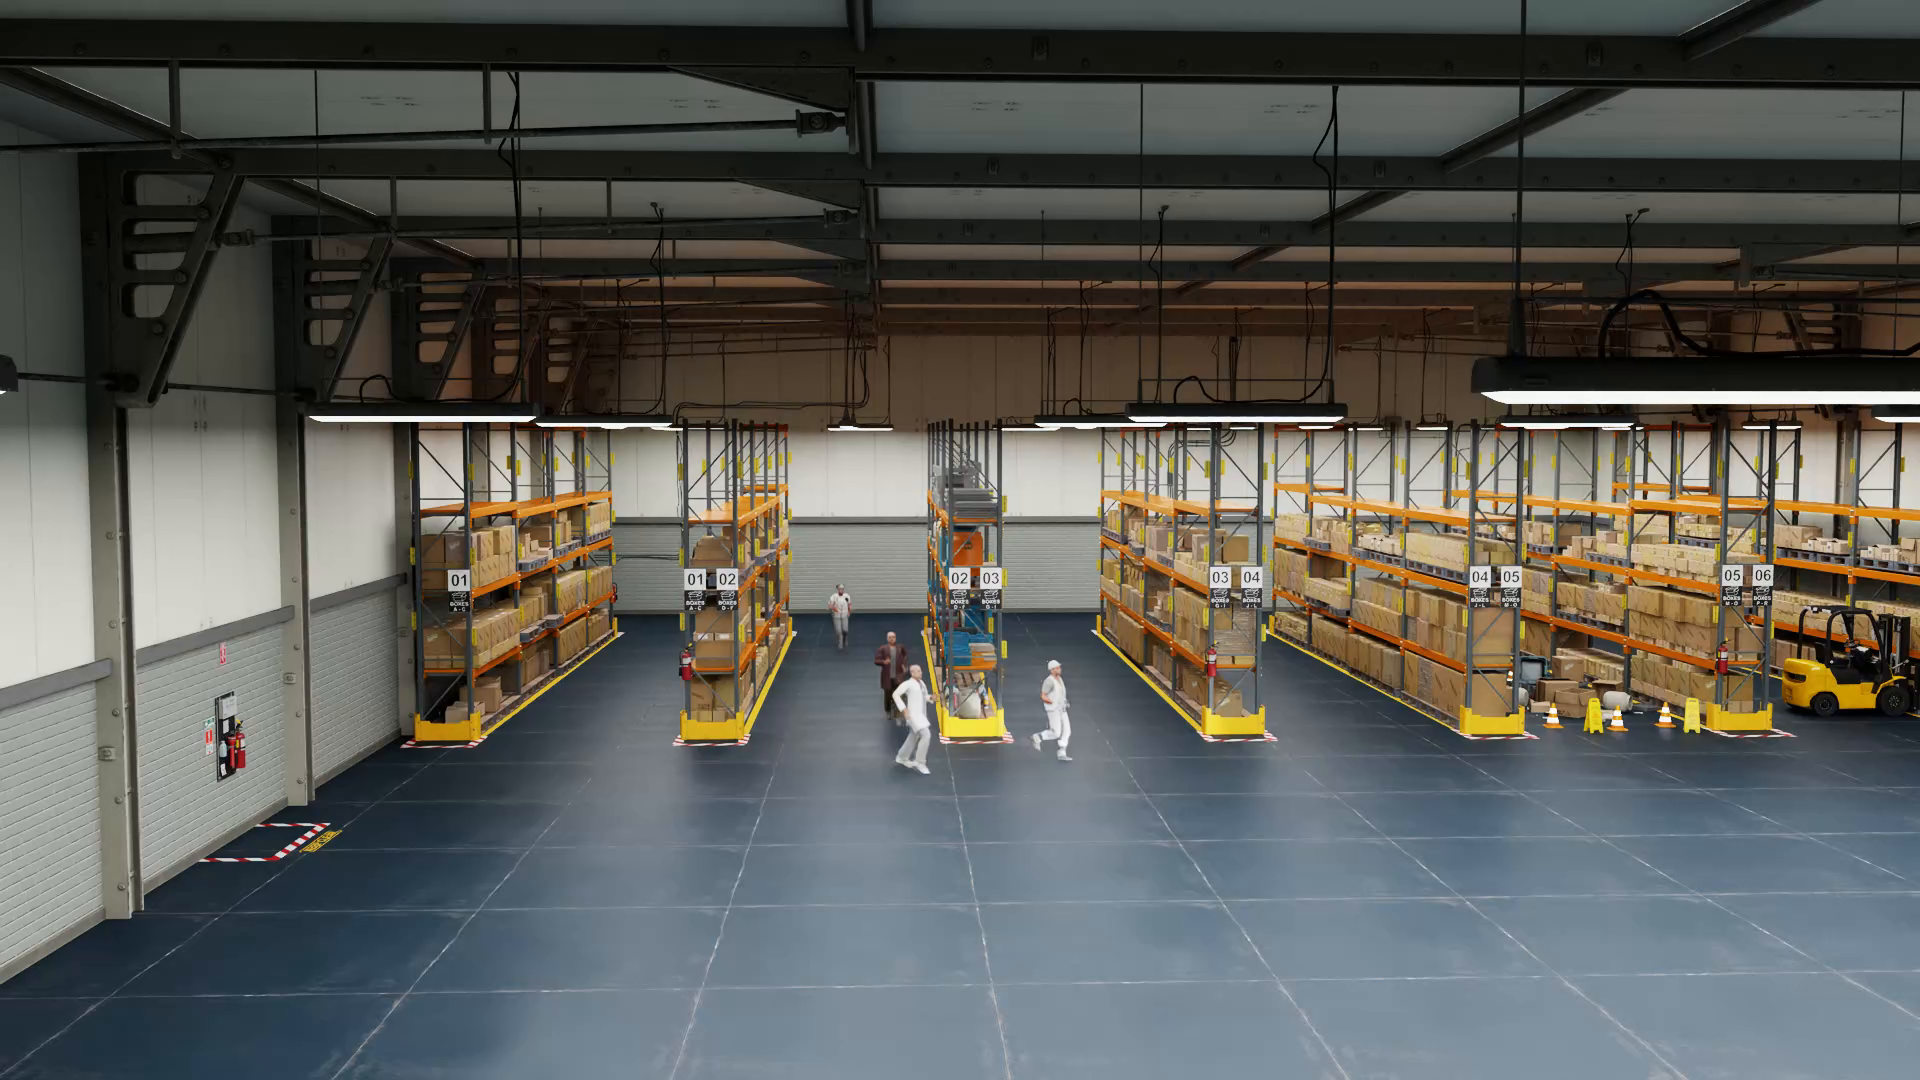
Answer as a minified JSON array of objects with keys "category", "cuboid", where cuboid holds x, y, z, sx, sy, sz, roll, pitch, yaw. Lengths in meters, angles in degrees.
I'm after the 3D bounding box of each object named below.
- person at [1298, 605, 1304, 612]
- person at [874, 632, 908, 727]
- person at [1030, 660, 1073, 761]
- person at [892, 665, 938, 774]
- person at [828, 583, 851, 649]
[{"category":"person","cuboid":[10.158,1.810,49.182,0.743,1.607,0.701,-3,5,-43]},{"category":"person","cuboid":[-1.349,2.711,32.785,0.701,1.808,0.985,-1,4,-8]},{"category":"person","cuboid":[1.637,2.982,29.135,0.801,1.758,0.660,2,4,31]},{"category":"person","cuboid":[-0.748,3.078,28.175,0.829,1.752,0.672,1,4,21]},{"category":"person","cuboid":[-3.160,2.025,44.056,0.642,1.751,0.593,-1,4,-12]}]
